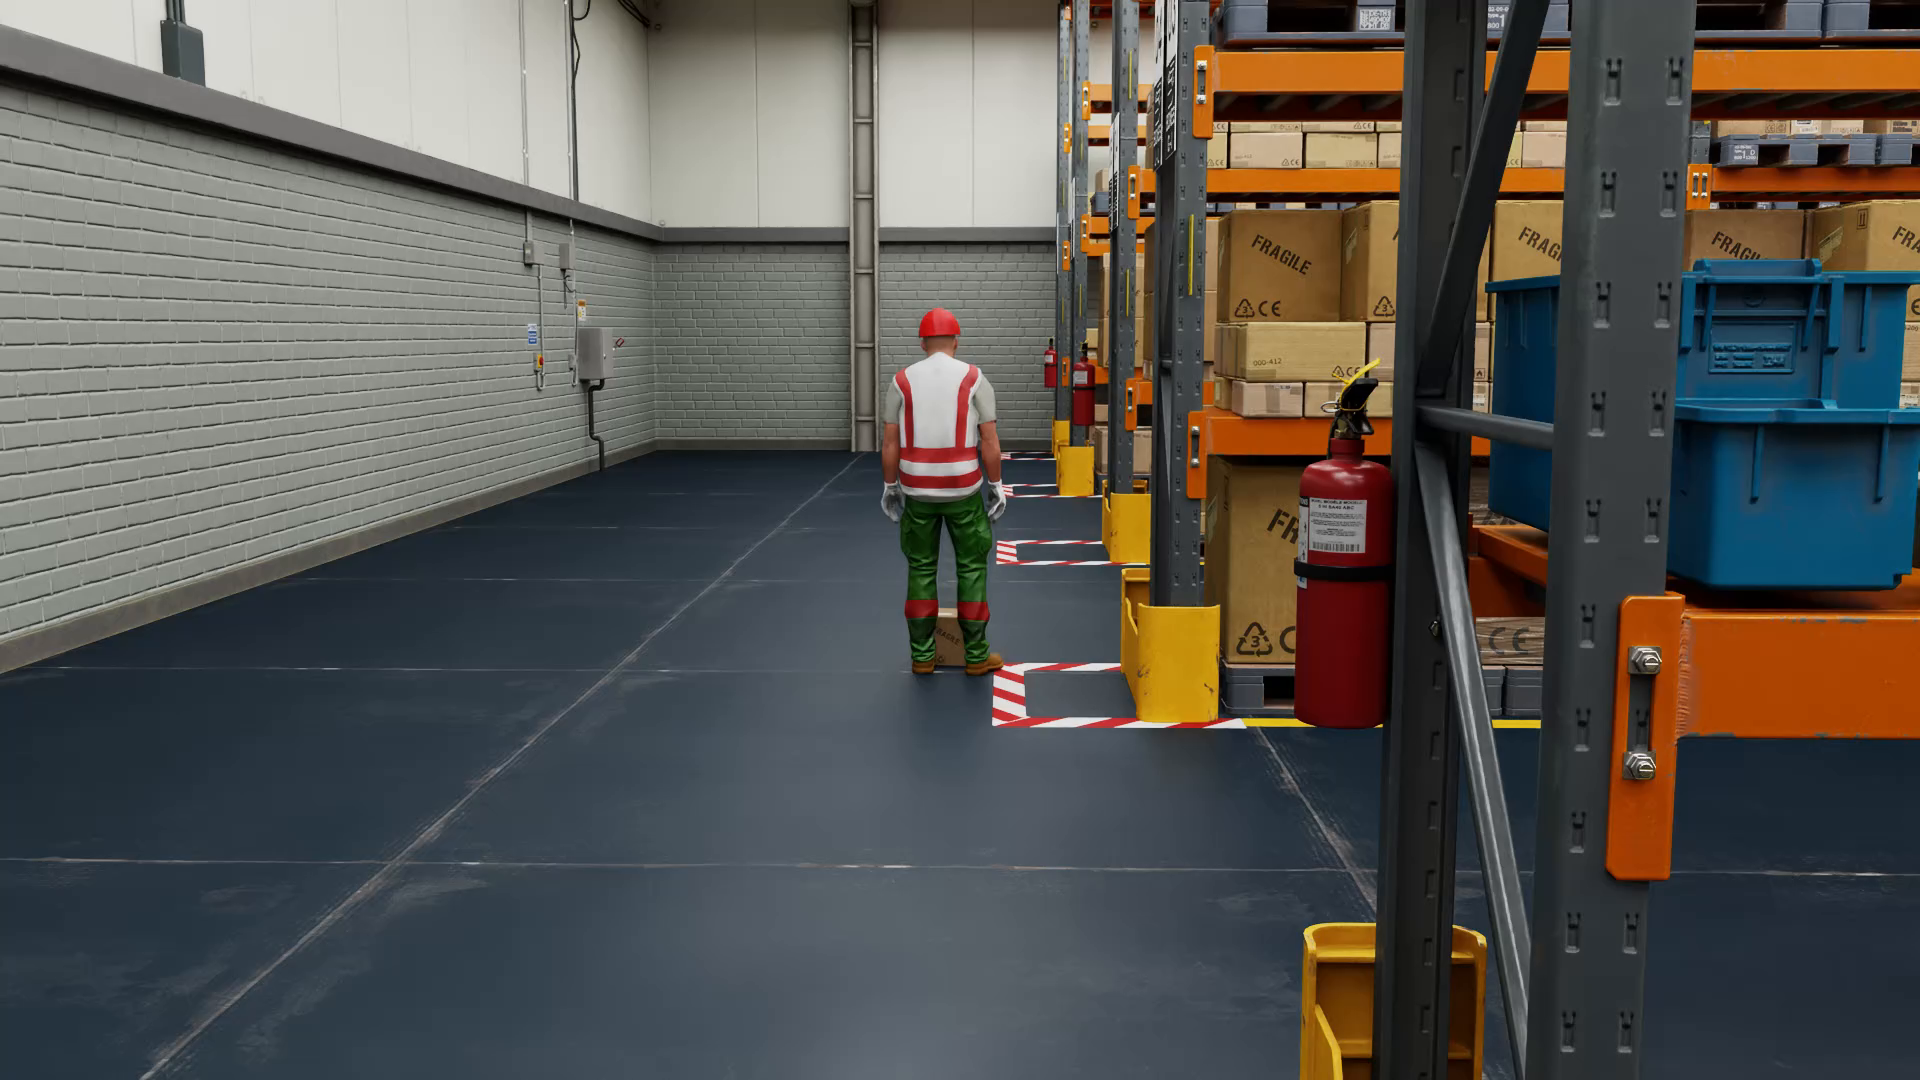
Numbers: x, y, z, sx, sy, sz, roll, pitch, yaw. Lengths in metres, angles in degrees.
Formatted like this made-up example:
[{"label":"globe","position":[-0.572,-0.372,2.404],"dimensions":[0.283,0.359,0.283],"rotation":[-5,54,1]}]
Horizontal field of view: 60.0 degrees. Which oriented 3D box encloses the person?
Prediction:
[{"label":"person","position":[-0.082,-0.238,8.110],"dimensions":[0.615,1.778,0.453],"rotation":[1,7,9]}]
